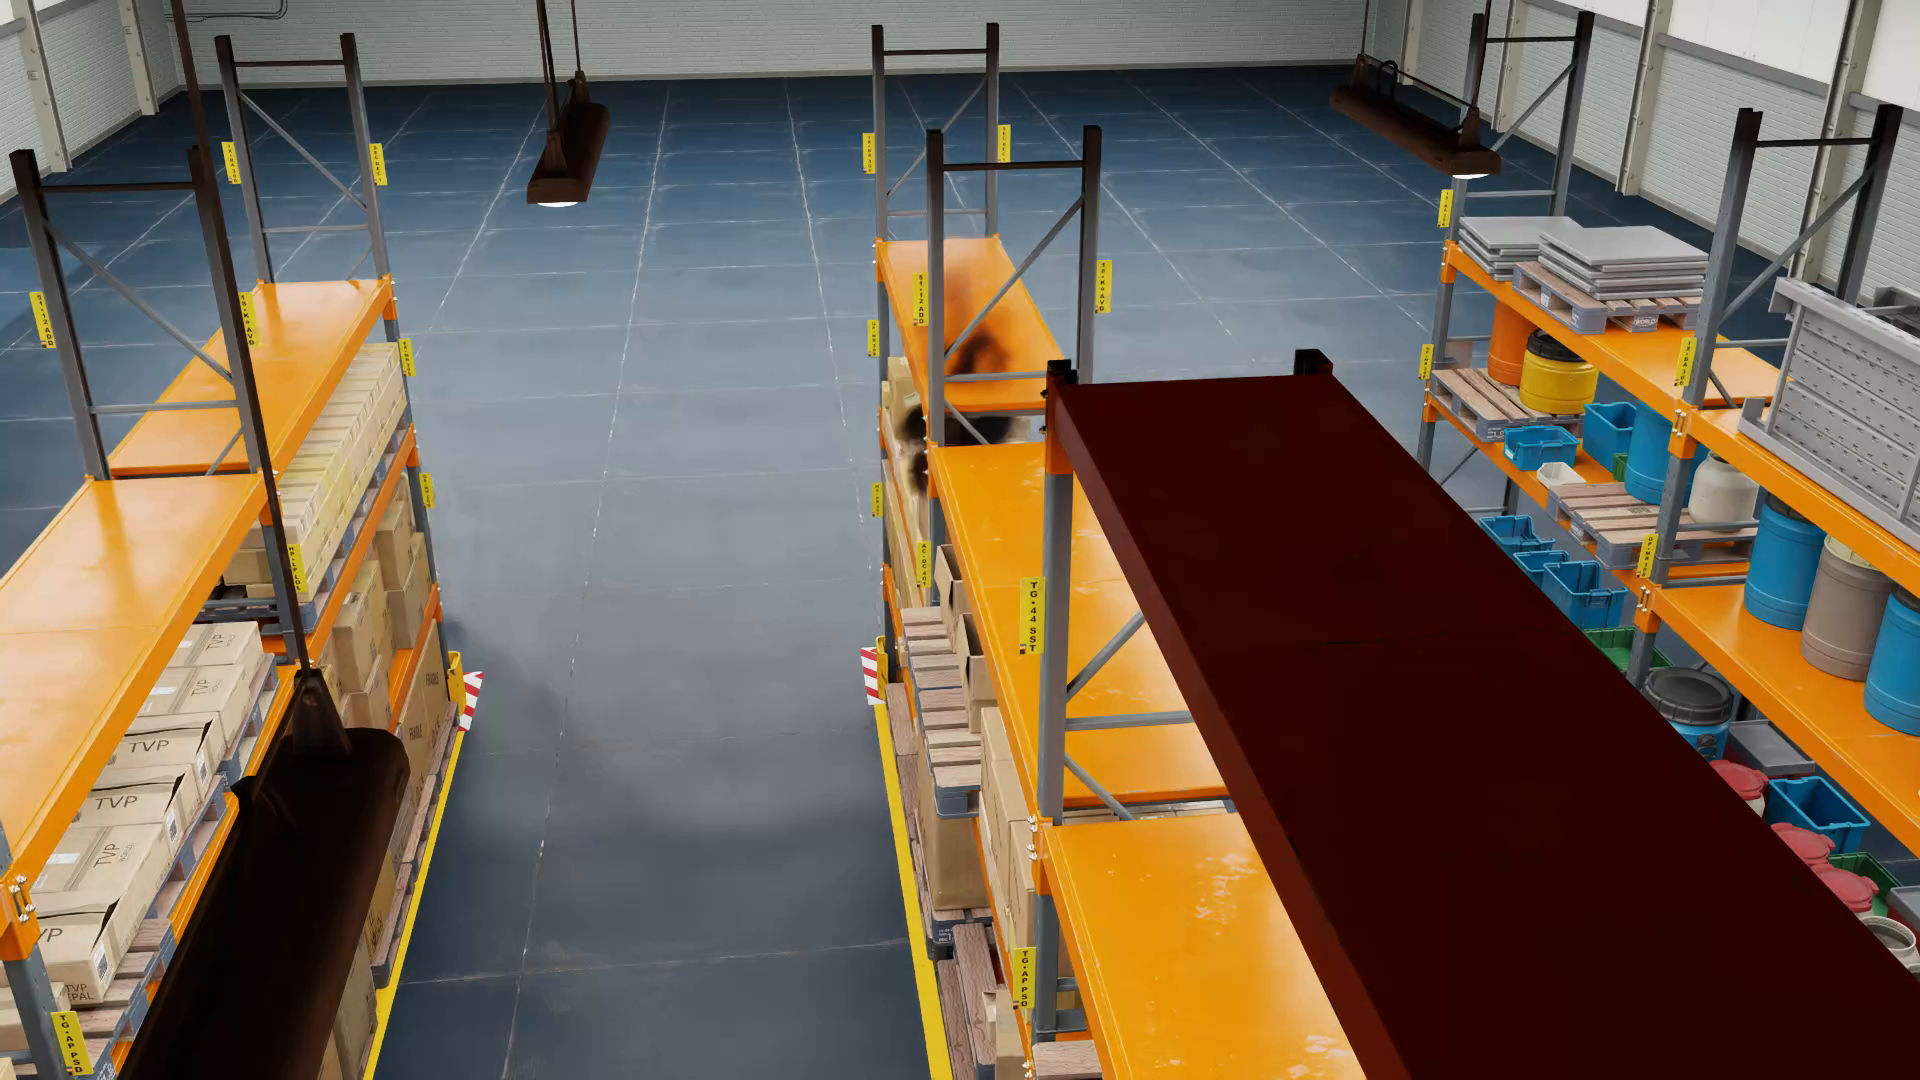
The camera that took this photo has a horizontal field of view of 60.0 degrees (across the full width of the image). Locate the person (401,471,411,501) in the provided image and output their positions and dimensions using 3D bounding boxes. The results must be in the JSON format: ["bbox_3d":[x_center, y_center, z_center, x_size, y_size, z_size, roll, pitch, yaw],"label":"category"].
[{"bbox_3d":[-5.921,-0.233,17.081,0.564,1.631,0.567,19,31,34],"label":"person"}]
